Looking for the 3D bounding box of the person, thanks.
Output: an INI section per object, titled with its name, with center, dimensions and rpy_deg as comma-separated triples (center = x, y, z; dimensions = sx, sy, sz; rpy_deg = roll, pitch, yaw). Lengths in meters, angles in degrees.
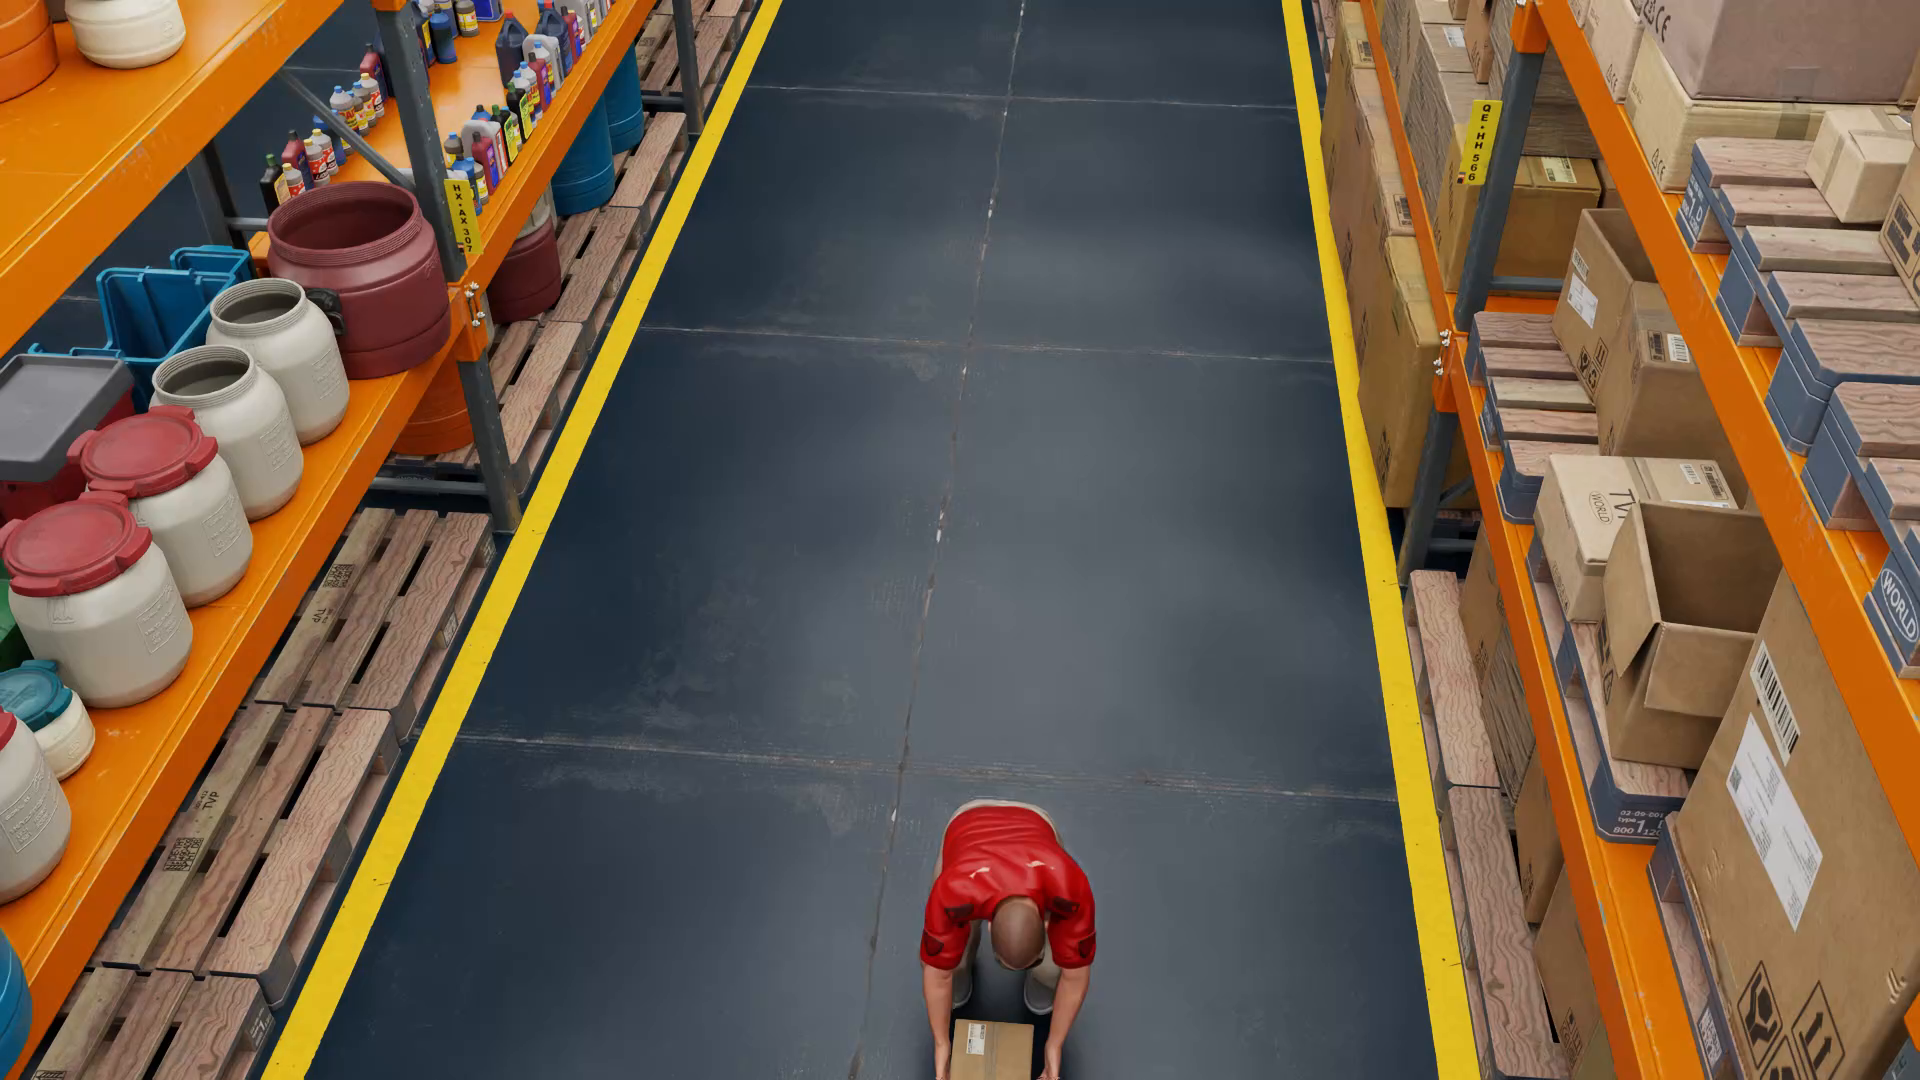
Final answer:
[person]
center = 0.118, 1.239, 5.173
dimensions = 0.492, 1.104, 0.864
rpy_deg = 2, 40, 2
